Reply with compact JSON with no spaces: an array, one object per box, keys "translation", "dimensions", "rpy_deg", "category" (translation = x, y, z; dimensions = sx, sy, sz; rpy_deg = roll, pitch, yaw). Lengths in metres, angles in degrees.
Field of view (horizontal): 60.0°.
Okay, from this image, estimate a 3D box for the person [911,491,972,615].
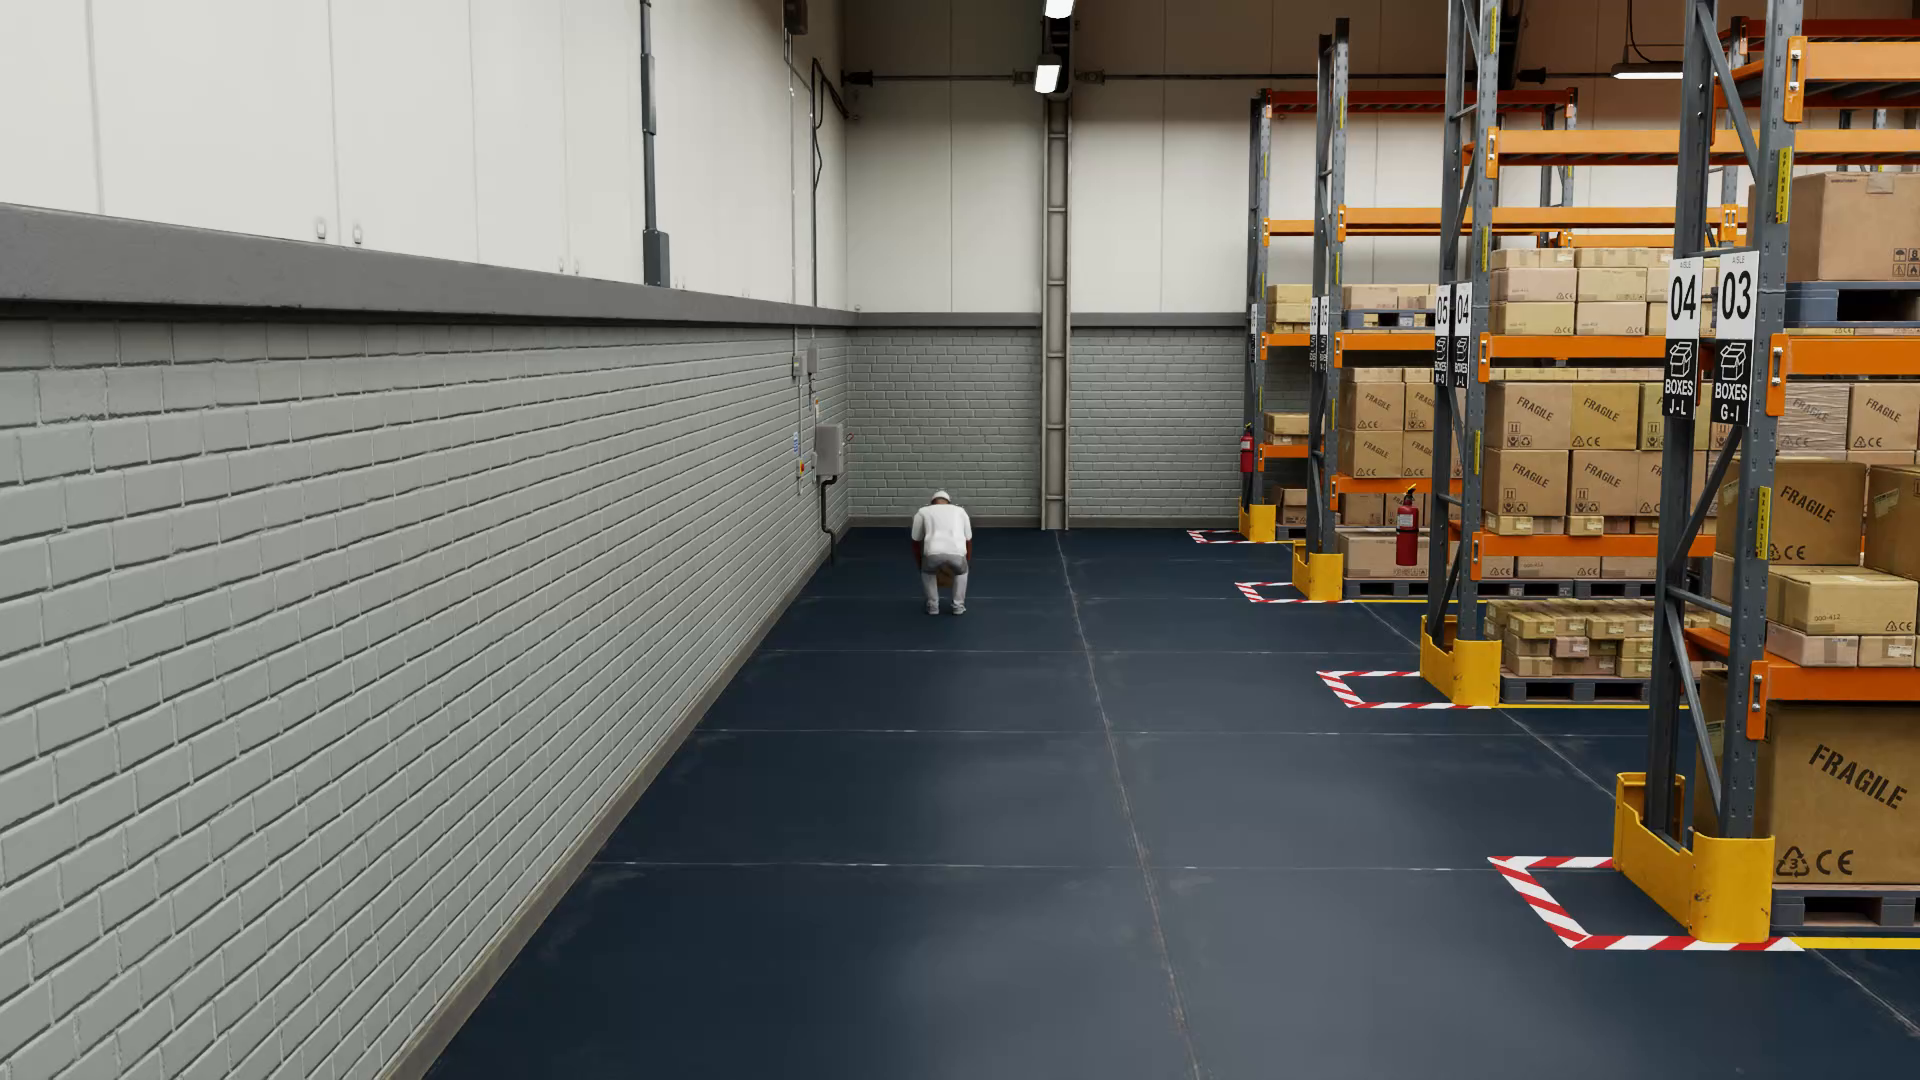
[{"translation":[-0.193,0.130,16.891],"dimensions":[0.620,1.207,0.839],"rpy_deg":[0,7,1],"category":"person"}]
